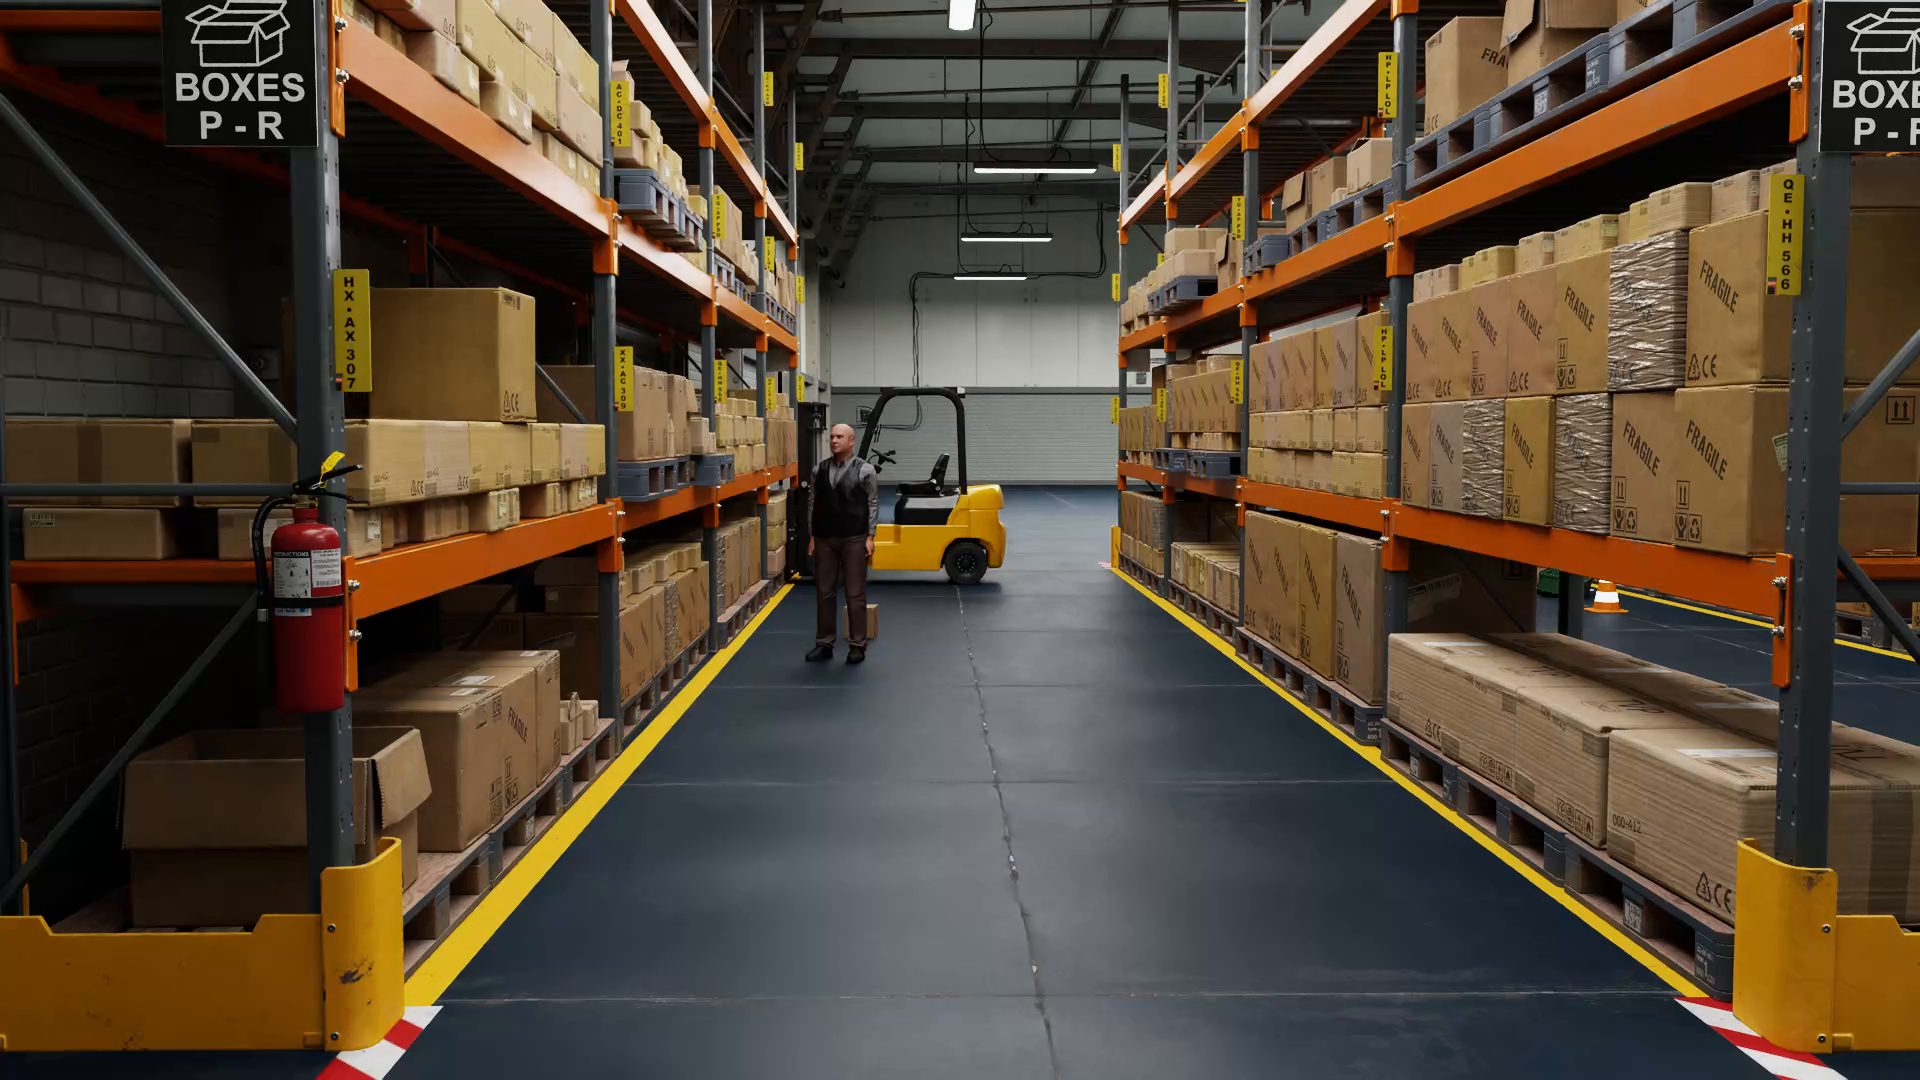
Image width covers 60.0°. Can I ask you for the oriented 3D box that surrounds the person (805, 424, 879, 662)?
[{"bbox_3d":[-0.867,0.018,12.121,0.530,1.725,0.355,1,4,16],"label":"person"}]
